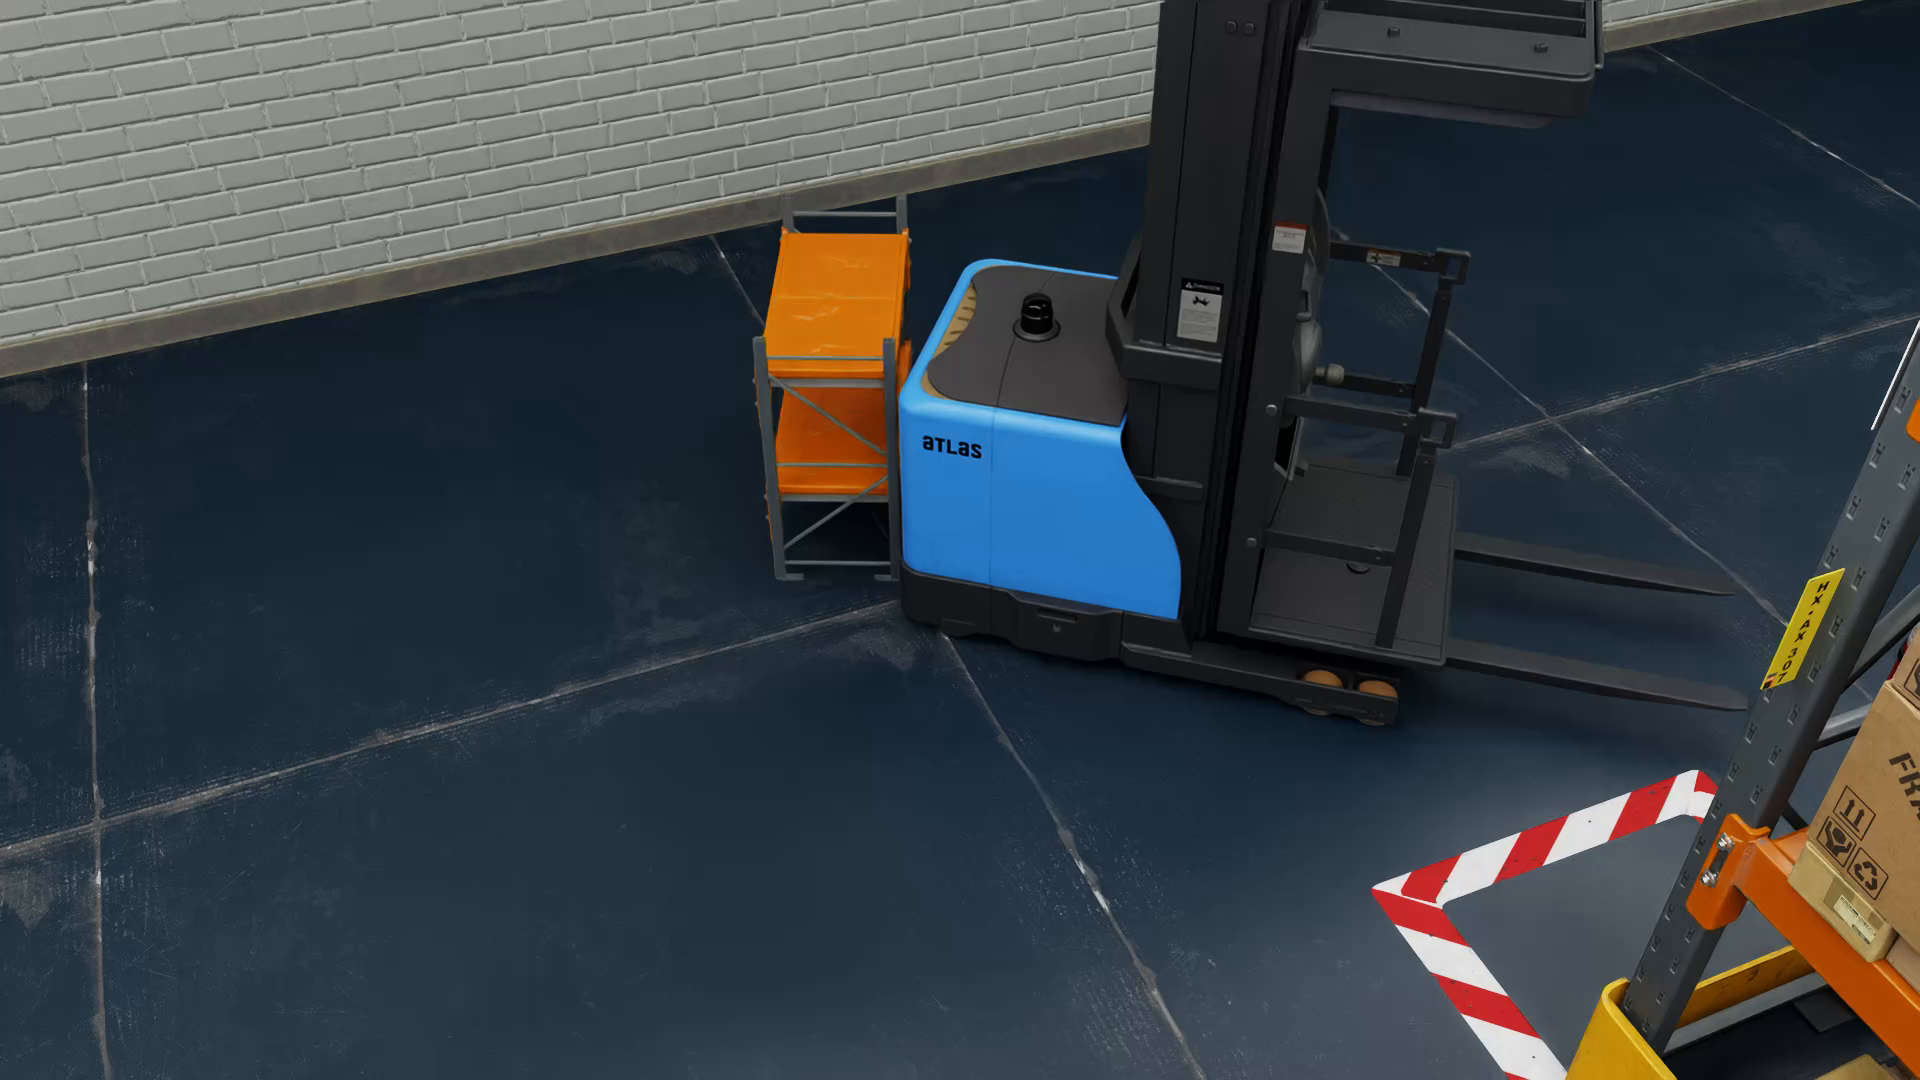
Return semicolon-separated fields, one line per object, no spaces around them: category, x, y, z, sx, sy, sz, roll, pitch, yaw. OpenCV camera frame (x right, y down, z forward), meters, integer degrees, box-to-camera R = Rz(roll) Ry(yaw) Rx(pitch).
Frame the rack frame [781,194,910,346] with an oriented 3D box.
rack frame;-0.462;-0.940;6.981;0.500;1.125;0.032;1;41;1

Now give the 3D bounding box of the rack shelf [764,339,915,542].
rack shelf;-0.470;-0.424;6.755;0.538;0.278;1.000;1;41;1

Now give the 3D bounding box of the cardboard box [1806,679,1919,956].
cardboard box;2.222;0.575;3.475;0.500;0.500;0.500;-13;42;-15

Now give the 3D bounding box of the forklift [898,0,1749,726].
forklift;1.348;-0.832;5.470;3.031;2.935;1.130;10;42;12

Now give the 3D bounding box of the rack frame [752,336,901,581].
rack frame;-0.479;-0.278;6.210;0.500;1.125;0.032;1;41;1

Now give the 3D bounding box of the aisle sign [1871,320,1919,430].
aisle sign;2.000;-0.568;3.116;0.394;0.787;0.004;-15;43;-17

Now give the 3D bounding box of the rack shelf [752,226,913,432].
rack shelf;-0.470;-0.831;6.405;0.538;0.278;1.000;1;41;1

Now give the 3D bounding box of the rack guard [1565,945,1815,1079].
rack guard;2.334;1.380;4.761;1.175;0.500;0.348;-15;43;-17

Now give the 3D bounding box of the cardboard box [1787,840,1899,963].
cardboard box;2.126;0.759;3.760;0.380;0.149;0.250;-15;43;-17

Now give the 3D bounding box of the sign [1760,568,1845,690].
sign;1.804;0.194;3.560;0.100;0.325;0.005;-15;43;-17

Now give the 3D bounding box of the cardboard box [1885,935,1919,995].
cardboard box;2.262;0.902;3.593;0.380;0.149;0.250;-14;43;-15

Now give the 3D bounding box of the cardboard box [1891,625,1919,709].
cardboard box;2.232;0.194;3.153;0.500;0.500;0.500;-15;43;-17

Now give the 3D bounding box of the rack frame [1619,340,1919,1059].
rack frame;2.305;0.387;4.000;1.000;3.000;0.127;-15;43;-17

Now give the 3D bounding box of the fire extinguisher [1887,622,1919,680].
fire extinguisher;2.635;0.291;4.457;0.296;0.674;0.183;-15;43;-17

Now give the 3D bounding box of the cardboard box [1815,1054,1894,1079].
cardboard box;2.192;1.483;4.133;0.380;0.149;0.250;-17;44;-19

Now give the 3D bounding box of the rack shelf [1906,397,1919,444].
rack shelf;3.070;0.727;1.855;1.077;0.370;4.000;-15;43;-17

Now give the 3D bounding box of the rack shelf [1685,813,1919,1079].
rack shelf;3.070;1.864;2.833;1.077;0.370;4.000;-15;43;-17

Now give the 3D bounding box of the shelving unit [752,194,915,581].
shelving unit;-0.470;-0.609;6.595;0.538;1.125;1.048;1;41;1
